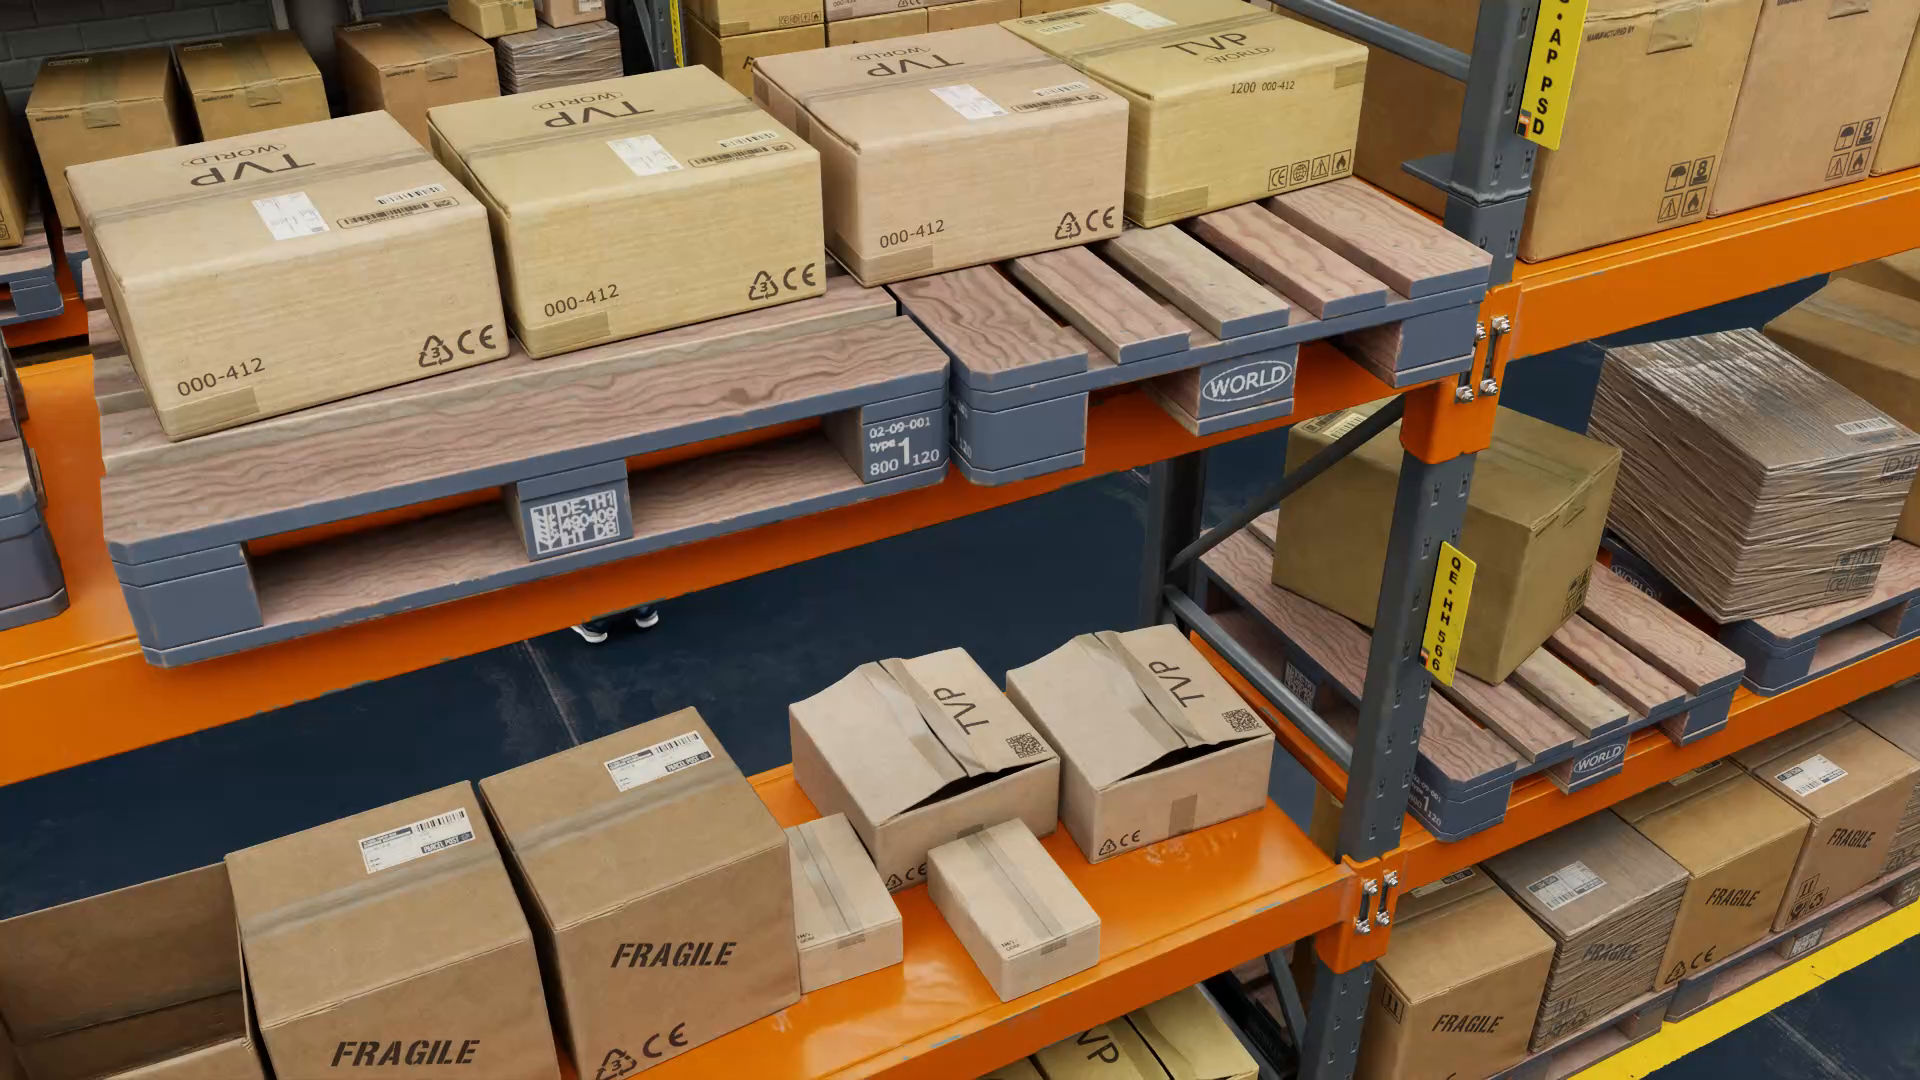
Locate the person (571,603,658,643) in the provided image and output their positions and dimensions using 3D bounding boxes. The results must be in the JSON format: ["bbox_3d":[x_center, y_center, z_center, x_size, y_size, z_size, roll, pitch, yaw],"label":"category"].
[{"bbox_3d":[-1.471,-0.295,6.595,0.461,1.593,0.342,-17,37,-24],"label":"person"}]
